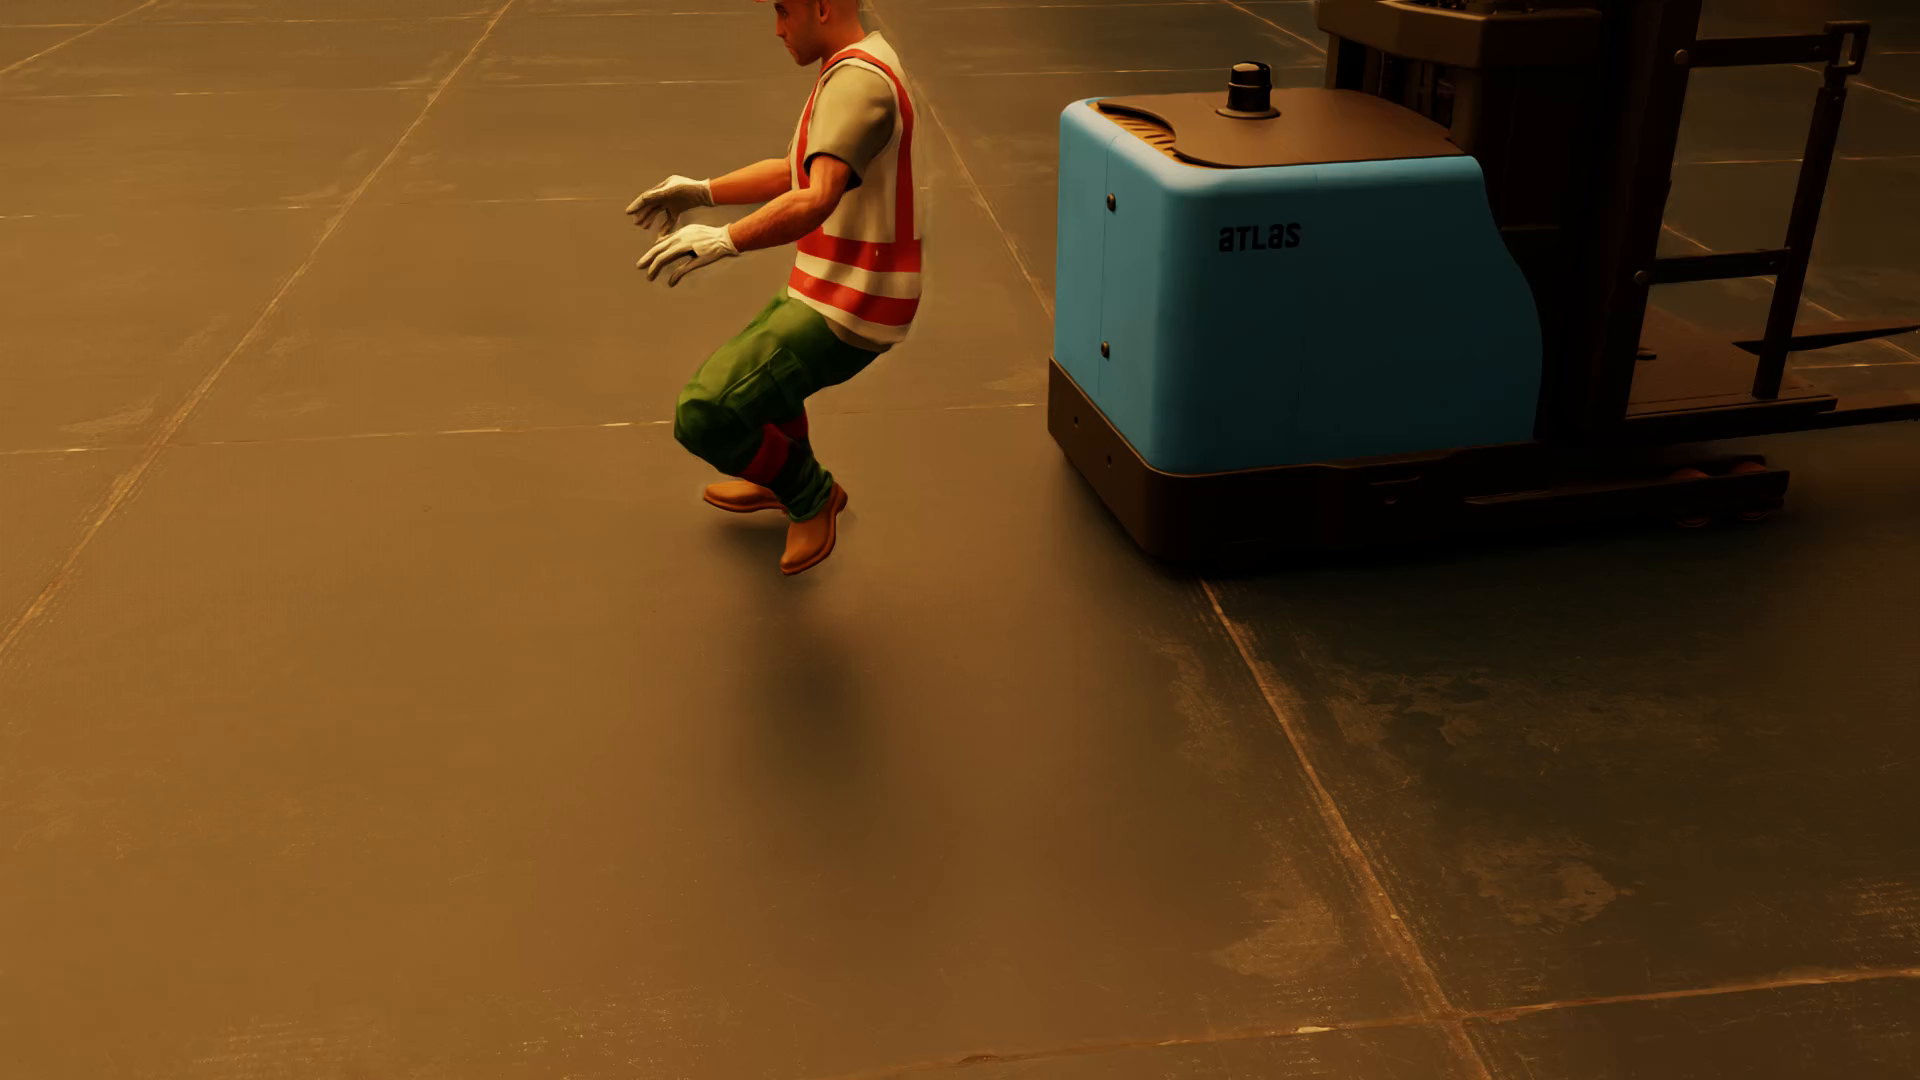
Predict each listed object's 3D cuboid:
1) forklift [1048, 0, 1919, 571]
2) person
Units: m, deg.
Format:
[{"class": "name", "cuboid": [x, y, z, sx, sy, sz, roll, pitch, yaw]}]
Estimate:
[{"class": "forklift", "cuboid": [1.846, -1.570, 4.487, 3.031, 2.935, 1.130, -6, 26, -13]}, {"class": "person", "cuboid": [-0.465, -0.631, 4.016, 0.763, 1.580, 0.890, 1, 26, 2]}]
